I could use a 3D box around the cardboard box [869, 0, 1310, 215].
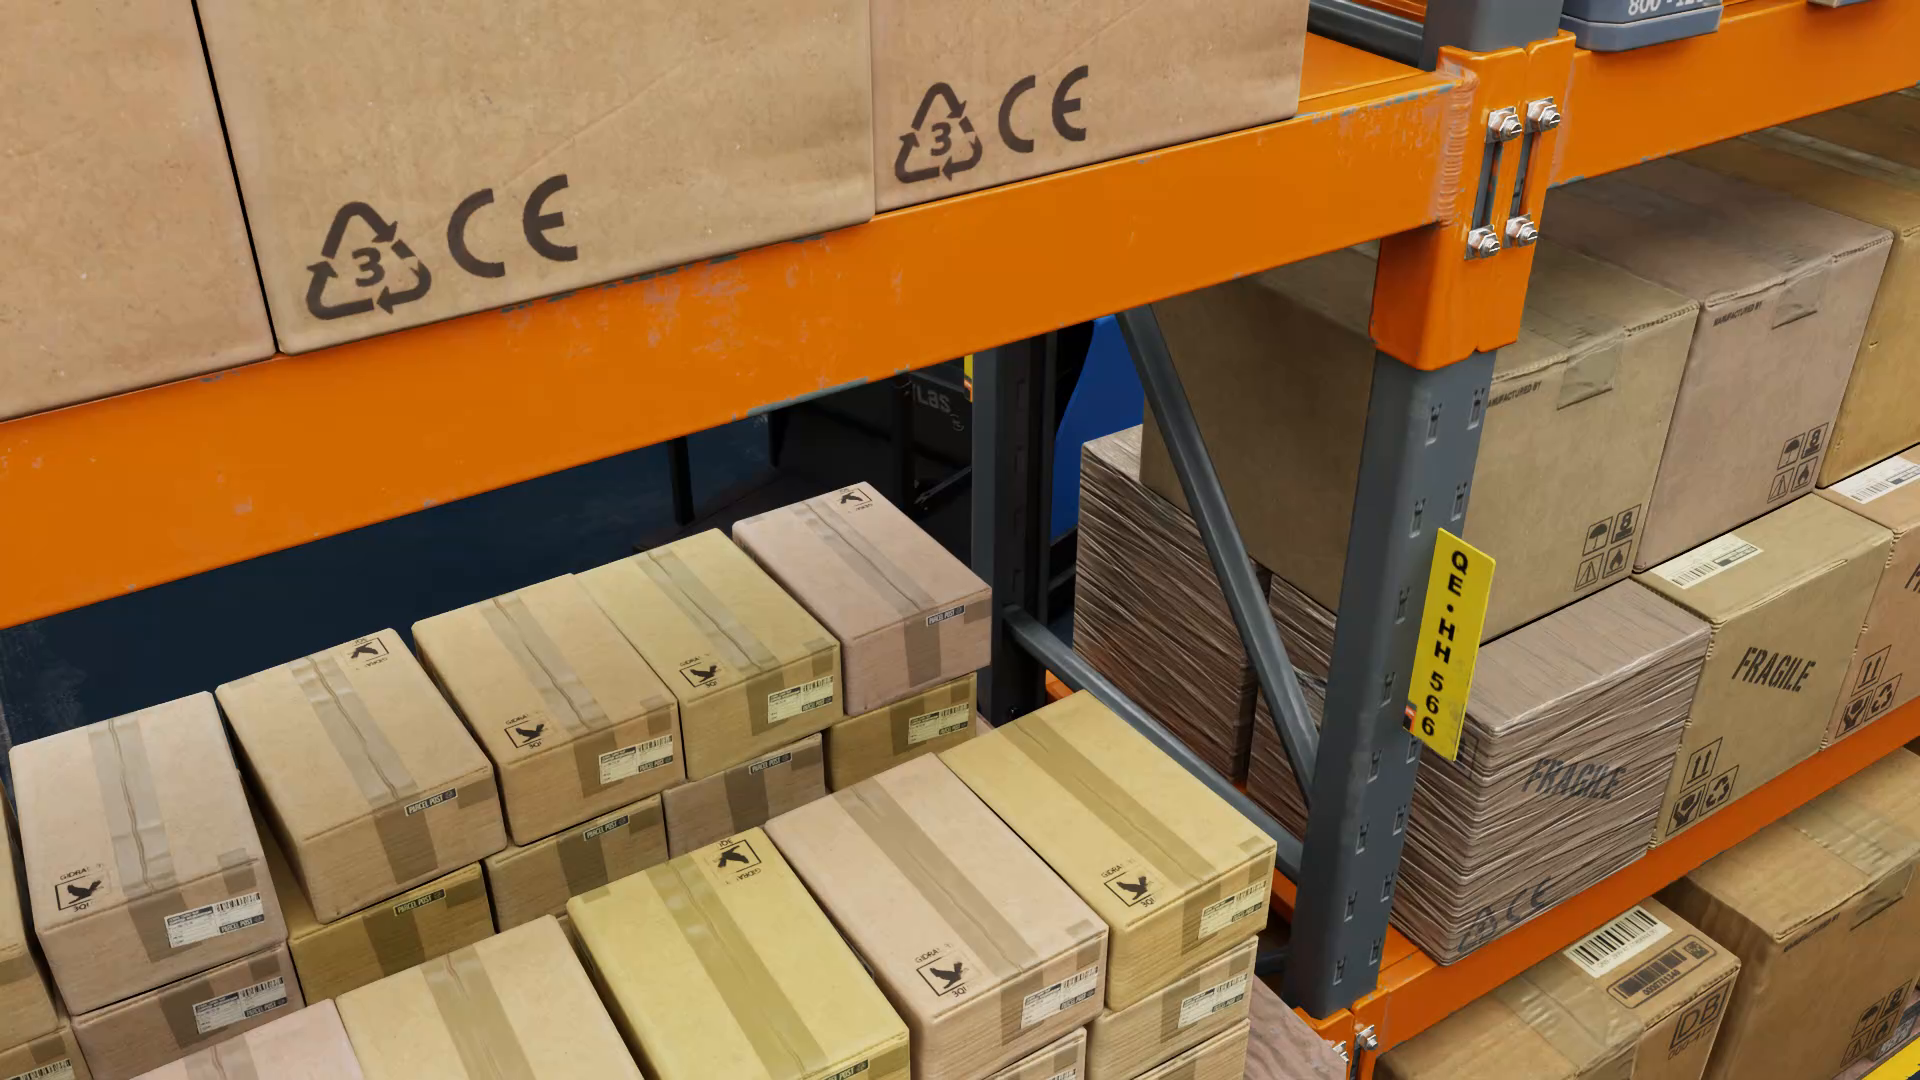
[{"bbox_3d":[-0.002,-0.675,1.603,0.500,0.500,0.500,-19,37,-27],"label":"cardboard box"}]

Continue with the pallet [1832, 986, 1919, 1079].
[{"bbox_3d":[2.068,0.992,4.479,1.213,0.211,1.003,-19,37,-27],"label":"pallet"}]

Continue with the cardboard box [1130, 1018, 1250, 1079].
[{"bbox_3d":[0.175,0.635,2.274,0.250,0.149,0.380,-18,37,-27],"label":"cardboard box"}]

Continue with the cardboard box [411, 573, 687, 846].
[{"bbox_3d":[-0.586,0.229,2.360,0.250,0.149,0.380,-19,37,-28],"label":"cardboard box"}]

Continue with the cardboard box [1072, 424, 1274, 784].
[{"bbox_3d":[0.574,0.064,3.243,0.500,0.500,0.500,-19,37,-27],"label":"cardboard box"}]

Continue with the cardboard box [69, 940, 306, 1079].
[{"bbox_3d":[-1.046,0.512,2.189,0.250,0.149,0.380,-19,37,-27],"label":"cardboard box"}]

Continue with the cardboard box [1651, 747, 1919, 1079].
[{"bbox_3d":[1.634,0.741,3.978,0.750,0.750,1.050,-18,37,-27],"label":"cardboard box"}]

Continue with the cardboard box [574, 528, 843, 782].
[{"bbox_3d":[-0.377,0.160,2.469,0.250,0.149,0.380,-20,37,-29],"label":"cardboard box"}]

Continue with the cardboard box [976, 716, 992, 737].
[{"bbox_3d":[-0.145,0.325,2.766,0.250,0.149,0.380,-20,37,-28],"label":"cardboard box"}]

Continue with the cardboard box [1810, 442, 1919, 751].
[{"bbox_3d":[1.714,0.012,3.325,0.500,0.500,0.500,-19,37,-27],"label":"cardboard box"}]

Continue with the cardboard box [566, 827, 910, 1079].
[{"bbox_3d":[-0.256,0.529,1.884,0.250,0.149,0.380,-18,36,-26],"label":"cardboard box"}]

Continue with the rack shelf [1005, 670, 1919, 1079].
[{"bbox_3d":[2.021,0.083,3.981,4.000,0.370,1.077,-19,37,-27],"label":"rack shelf"}]

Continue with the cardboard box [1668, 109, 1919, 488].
[{"bbox_3d":[1.578,-0.529,3.247,0.500,0.500,0.700,-20,37,-28],"label":"cardboard box"}]

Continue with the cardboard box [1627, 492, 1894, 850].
[{"bbox_3d":[1.290,0.158,3.094,0.500,0.500,0.500,-19,37,-28],"label":"cardboard box"}]

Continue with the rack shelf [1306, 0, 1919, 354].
[{"bbox_3d":[2.021,-1.185,3.180,4.000,0.370,1.077,-19,37,-27],"label":"rack shelf"}]

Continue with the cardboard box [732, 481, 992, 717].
[{"bbox_3d":[-0.157,0.082,2.592,0.250,0.149,0.380,-19,37,-27],"label":"cardboard box"}]

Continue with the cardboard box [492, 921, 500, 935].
[{"bbox_3d":[-0.823,0.559,2.394,0.250,0.149,0.380,-17,36,-25],"label":"cardboard box"}]

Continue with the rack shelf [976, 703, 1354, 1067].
[{"bbox_3d":[-1.341,1.240,2.148,4.000,0.370,1.077,-19,37,-27],"label":"rack shelf"}]

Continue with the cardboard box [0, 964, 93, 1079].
[{"bbox_3d":[-1.256,0.583,2.078,0.250,0.149,0.380,-19,37,-28],"label":"cardboard box"}]

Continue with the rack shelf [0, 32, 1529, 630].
[{"bbox_3d":[-1.341,-0.029,1.347,4.000,0.370,1.077,-19,37,-27],"label":"rack shelf"}]

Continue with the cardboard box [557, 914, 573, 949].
[{"bbox_3d":[-0.597,0.480,2.519,0.250,0.149,0.380,-17,36,-25],"label":"cardboard box"}]

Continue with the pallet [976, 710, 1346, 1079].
[{"bbox_3d":[-0.201,0.692,2.521,1.003,0.211,1.213,-19,37,-27],"label":"pallet"}]

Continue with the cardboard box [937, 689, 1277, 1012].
[{"bbox_3d":[0.177,0.382,2.118,0.250,0.149,0.380,-21,38,-29],"label":"cardboard box"}]

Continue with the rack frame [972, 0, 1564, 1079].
[{"bbox_3d":[0.342,0.359,2.870,0.053,2.616,0.949,-19,37,-27],"label":"rack frame"}]

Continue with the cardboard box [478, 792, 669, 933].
[{"bbox_3d":[-0.624,0.368,2.419,0.250,0.149,0.380,-20,37,-29],"label":"cardboard box"}]

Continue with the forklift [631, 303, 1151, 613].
[{"bbox_3d":[-0.387,-0.943,4.998,1.130,2.935,3.031,23,39,32],"label":"forklift"}]

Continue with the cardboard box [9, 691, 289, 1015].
[{"bbox_3d":[-1.035,0.384,2.114,0.250,0.149,0.380,-17,36,-25],"label":"cardboard box"}]

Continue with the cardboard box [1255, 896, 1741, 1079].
[{"bbox_3d":[0.901,0.995,3.575,0.750,0.750,1.050,-20,37,-28],"label":"cardboard box"}]

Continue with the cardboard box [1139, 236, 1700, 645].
[{"bbox_3d":[0.723,-0.233,2.777,0.500,0.500,0.700,-19,37,-28],"label":"cardboard box"}]

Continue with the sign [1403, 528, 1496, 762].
[{"bbox_3d":[0.642,0.142,2.203,0.005,0.325,0.100,-19,37,-27],"label":"sign"}]

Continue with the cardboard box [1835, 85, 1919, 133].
[{"bbox_3d":[2.007,-0.677,3.481,0.500,0.500,0.700,-19,37,-28],"label":"cardboard box"}]

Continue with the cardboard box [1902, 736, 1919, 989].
[{"bbox_3d":[2.417,0.472,4.406,0.750,0.750,1.050,-19,37,-27],"label":"cardboard box"}]

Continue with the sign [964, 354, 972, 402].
[{"bbox_3d":[0.037,-0.380,2.956,0.005,0.325,0.100,-19,37,-27],"label":"sign"}]

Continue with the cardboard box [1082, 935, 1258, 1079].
[{"bbox_3d":[0.172,0.507,2.198,0.250,0.149,0.380,-18,37,-26],"label":"cardboard box"}]

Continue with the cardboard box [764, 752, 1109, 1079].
[{"bbox_3d":[-0.035,0.453,2.004,0.250,0.149,0.380,-19,37,-28],"label":"cardboard box"}]

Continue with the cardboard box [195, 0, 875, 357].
[{"bbox_3d":[-0.415,-0.524,1.364,0.500,0.500,0.500,-19,37,-27],"label":"cardboard box"}]

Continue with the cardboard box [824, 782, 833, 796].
[{"bbox_3d":[-0.371,0.402,2.643,0.250,0.149,0.380,-17,36,-25],"label":"cardboard box"}]

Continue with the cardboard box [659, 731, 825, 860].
[{"bbox_3d":[-0.401,0.289,2.543,0.250,0.149,0.380,-17,36,-25],"label":"cardboard box"}]

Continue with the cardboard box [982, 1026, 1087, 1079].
[{"bbox_3d":[-0.052,0.585,2.074,0.250,0.149,0.380,-18,36,-26],"label":"cardboard box"}]

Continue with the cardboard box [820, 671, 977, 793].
[{"bbox_3d":[-0.174,0.210,2.669,0.250,0.149,0.380,-17,36,-25],"label":"cardboard box"}]

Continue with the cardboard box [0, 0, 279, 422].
[{"bbox_3d":[-0.838,-0.382,1.138,0.500,0.500,0.500,-19,37,-27],"label":"cardboard box"}]

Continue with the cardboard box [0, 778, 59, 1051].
[{"bbox_3d":[-1.257,0.462,1.991,0.250,0.149,0.380,-18,36,-26],"label":"cardboard box"}]

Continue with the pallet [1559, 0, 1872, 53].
[{"bbox_3d":[0.853,-1.041,2.455,1.003,0.211,1.213,-17,36,-25],"label":"pallet"}]

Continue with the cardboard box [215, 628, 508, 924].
[{"bbox_3d":[-0.809,0.305,2.239,0.250,0.149,0.380,-21,38,-29],"label":"cardboard box"}]

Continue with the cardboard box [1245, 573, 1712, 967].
[{"bbox_3d":[0.864,0.306,2.859,0.500,0.500,0.500,-19,37,-27],"label":"cardboard box"}]

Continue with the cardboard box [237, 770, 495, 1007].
[{"bbox_3d":[-0.836,0.441,2.303,0.250,0.149,0.380,-19,37,-27],"label":"cardboard box"}]

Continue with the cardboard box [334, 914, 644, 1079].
[{"bbox_3d":[-0.478,0.608,1.759,0.250,0.149,0.380,-18,36,-26],"label":"cardboard box"}]

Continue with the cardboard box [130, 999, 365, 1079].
[{"bbox_3d":[-0.684,0.675,1.653,0.250,0.149,0.380,-19,37,-27],"label":"cardboard box"}]

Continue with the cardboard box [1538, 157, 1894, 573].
[{"bbox_3d":[1.148,-0.380,3.010,0.500,0.500,0.700,-20,37,-28],"label":"cardboard box"}]
